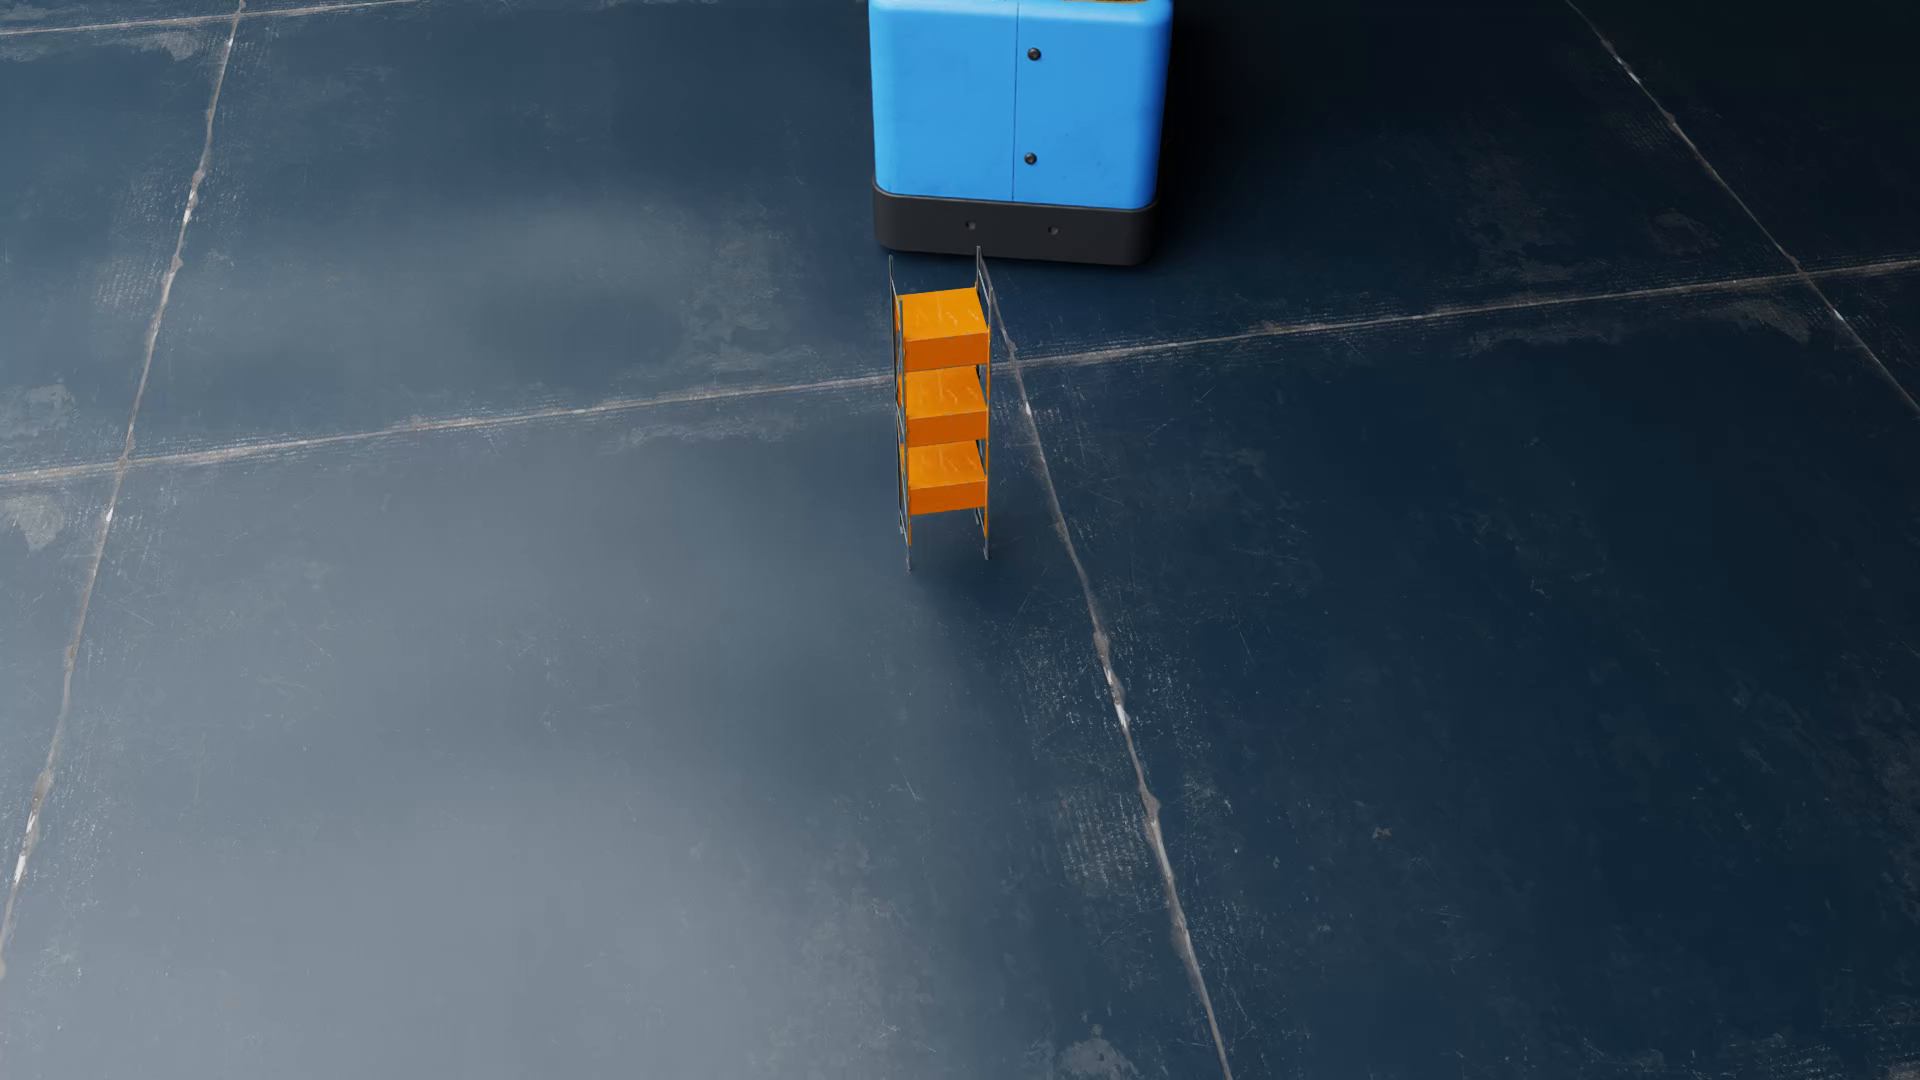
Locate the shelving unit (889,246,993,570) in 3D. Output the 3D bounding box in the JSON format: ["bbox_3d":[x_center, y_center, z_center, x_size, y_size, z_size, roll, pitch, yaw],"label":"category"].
[{"bbox_3d":[-0.053,-0.358,4.866,0.252,1.050,0.215,-7,46,-7],"label":"shelving unit"}]

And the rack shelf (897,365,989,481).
[{"bbox_3d":[-0.053,-0.350,4.873,0.240,0.259,0.215,-7,46,-7],"label":"rack shelf"}]

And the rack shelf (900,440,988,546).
[{"bbox_3d":[-0.053,-0.158,5.073,0.240,0.259,0.215,-7,46,-7],"label":"rack shelf"}]

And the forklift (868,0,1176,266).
[{"bbox_3d":[0.359,-3.093,6.195,1.130,2.935,3.031,5,46,4],"label":"forklift"}]

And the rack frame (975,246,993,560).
[{"bbox_3d":[0.067,-0.373,4.880,0.008,1.050,0.200,-7,46,-7],"label":"rack frame"}]

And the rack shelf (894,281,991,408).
[{"bbox_3d":[-0.053,-0.547,4.669,0.240,0.259,0.215,-7,46,-7],"label":"rack shelf"}]

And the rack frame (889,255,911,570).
[{"bbox_3d":[-0.173,-0.343,4.851,0.008,1.050,0.200,-7,46,-7],"label":"rack frame"}]
